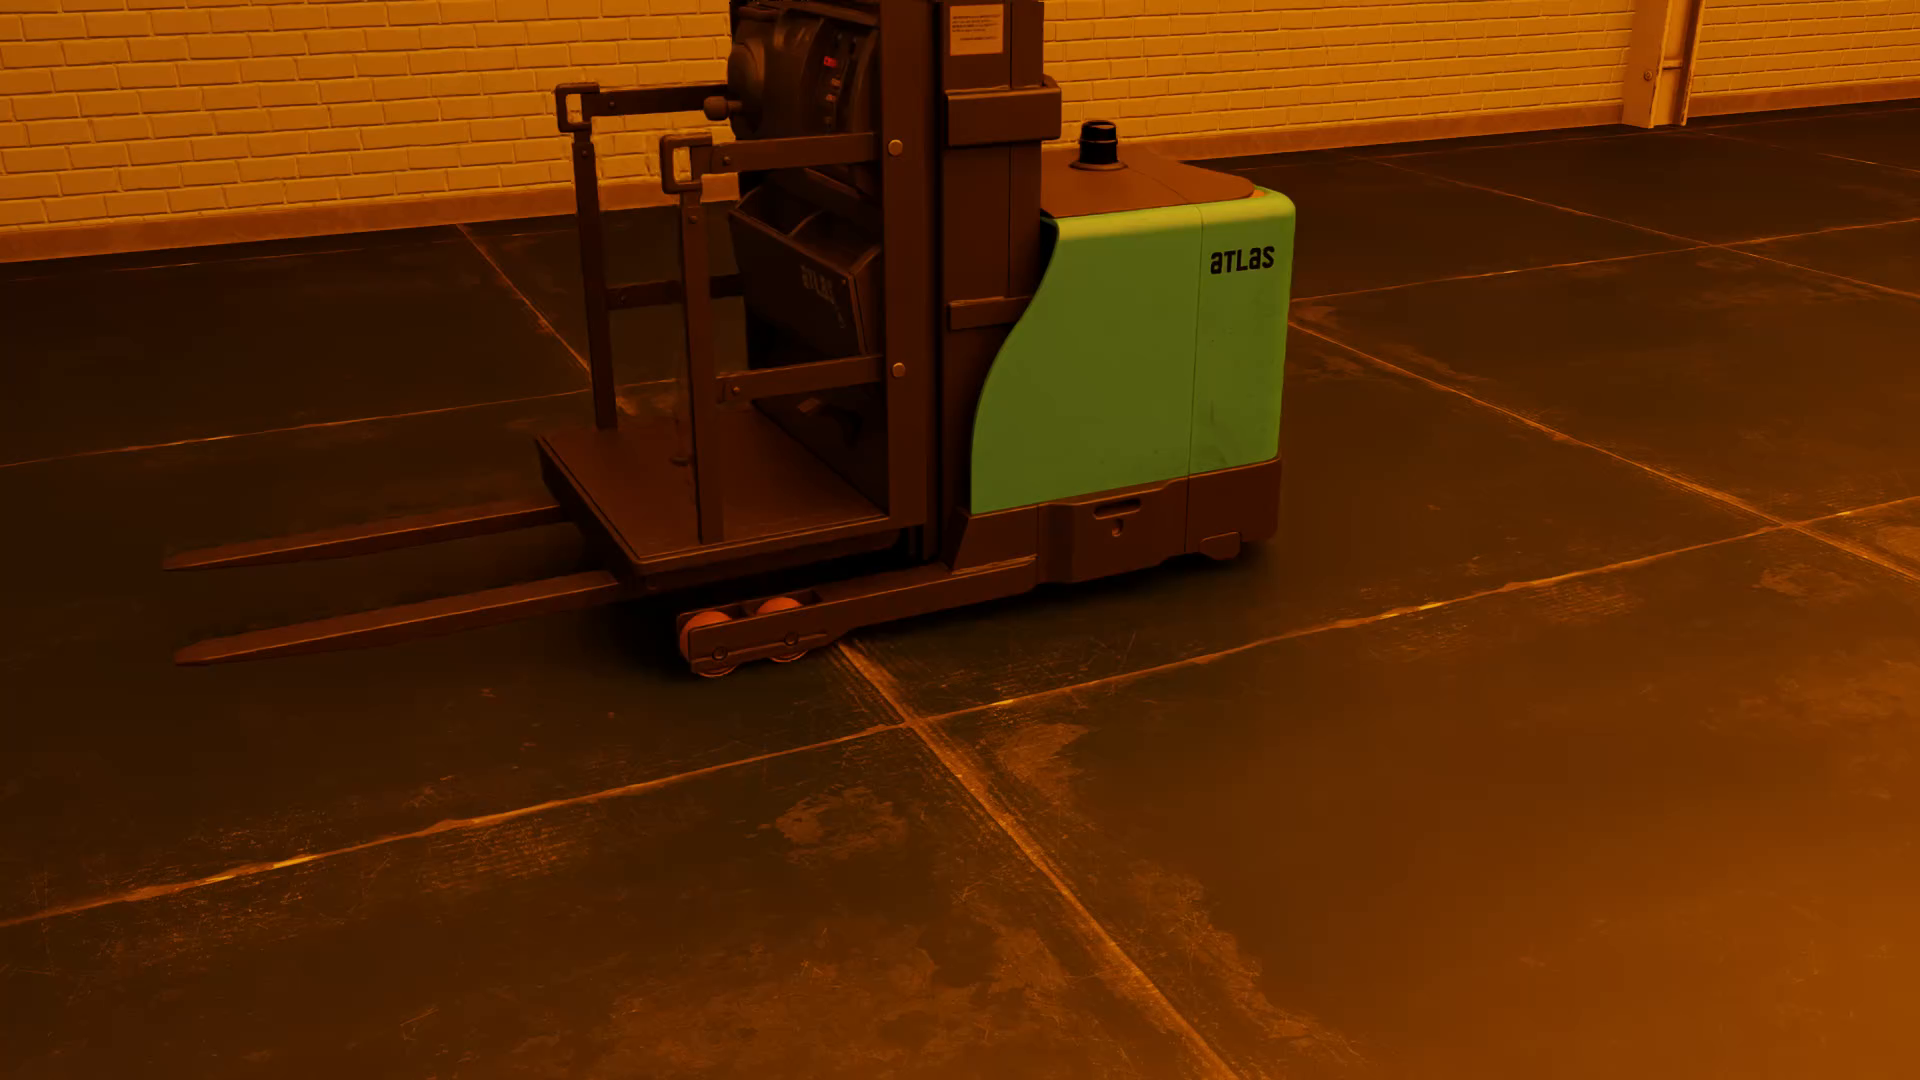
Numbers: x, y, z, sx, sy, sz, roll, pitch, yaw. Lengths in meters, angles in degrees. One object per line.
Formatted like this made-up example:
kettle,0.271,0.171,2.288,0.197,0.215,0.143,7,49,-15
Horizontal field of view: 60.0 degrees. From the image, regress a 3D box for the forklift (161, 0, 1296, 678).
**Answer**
forklift,-0.602,-1.232,4.252,3.031,2.935,1.130,-11,25,-24
